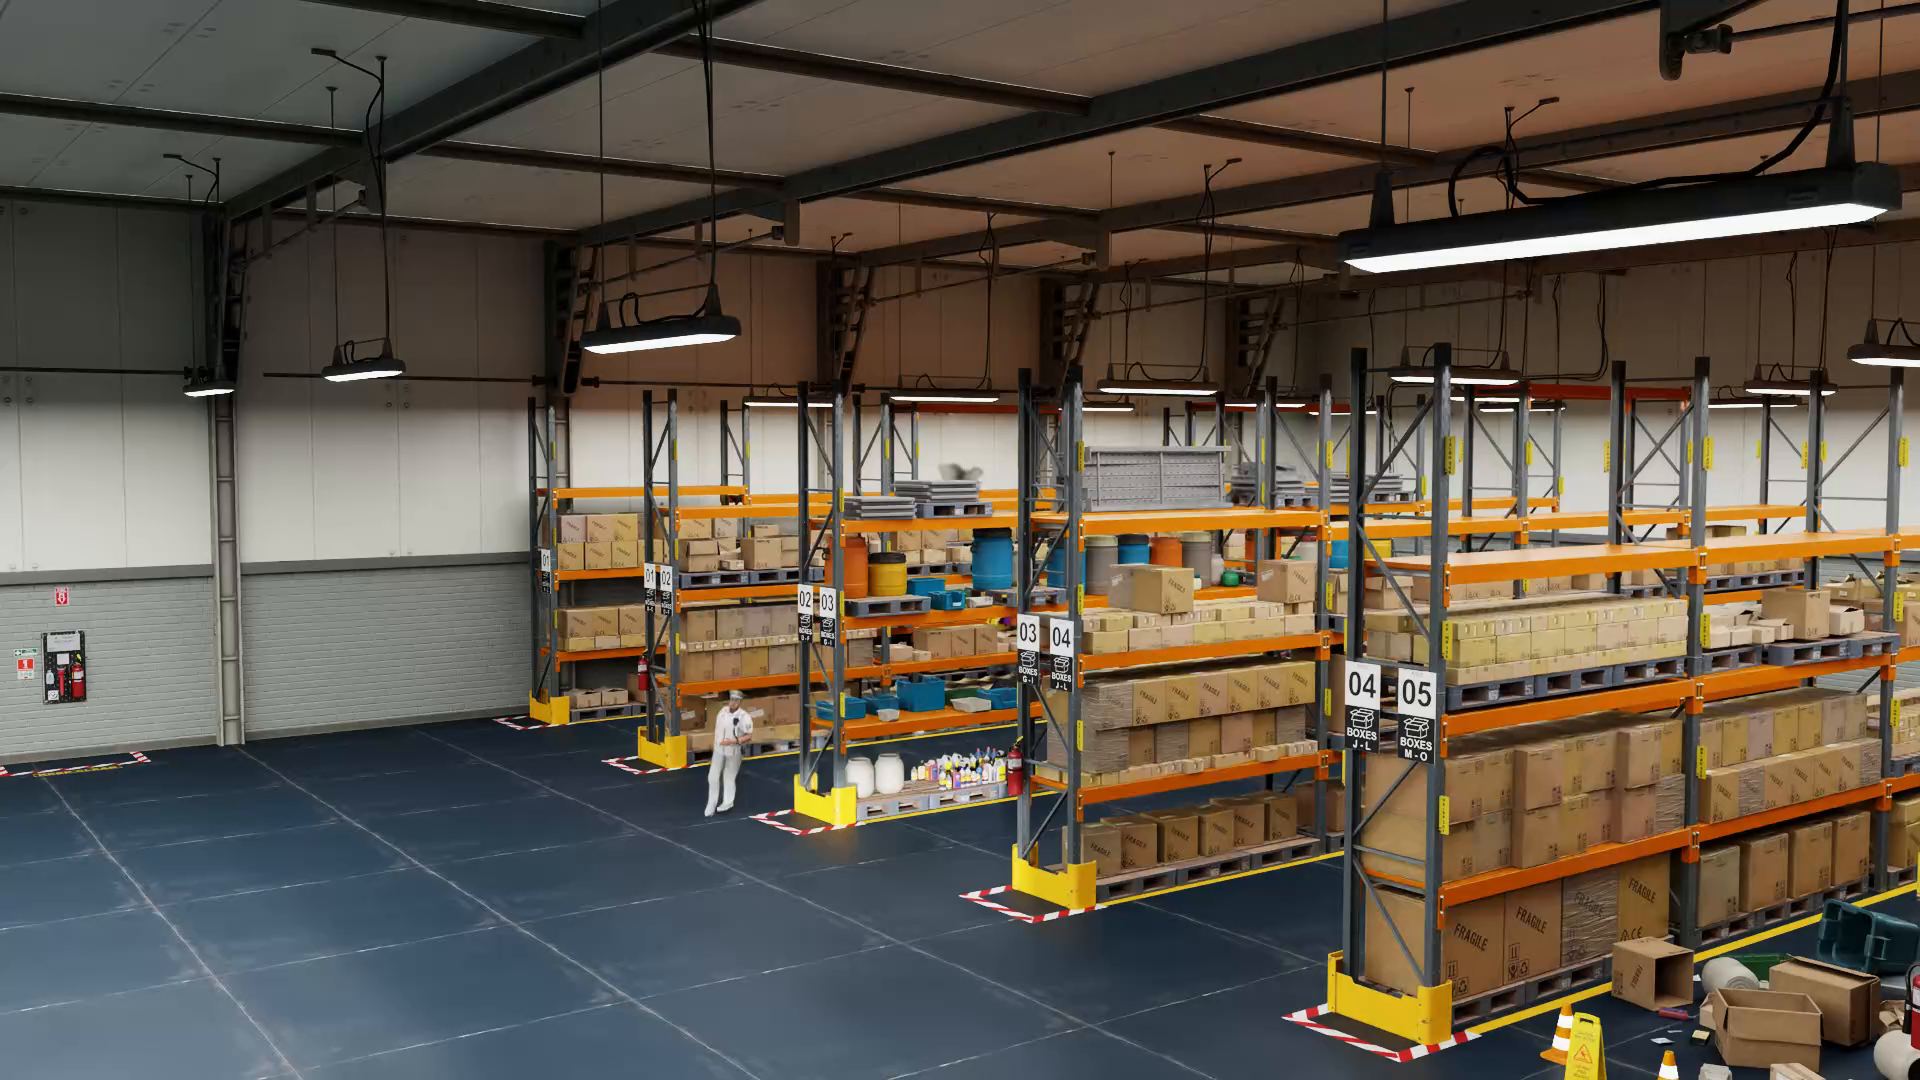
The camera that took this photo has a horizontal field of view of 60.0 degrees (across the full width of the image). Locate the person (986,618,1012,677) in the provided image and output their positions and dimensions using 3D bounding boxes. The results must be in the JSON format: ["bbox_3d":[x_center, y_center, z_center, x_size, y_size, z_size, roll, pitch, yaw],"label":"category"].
[{"bbox_3d":[0.749,1.981,33.611,0.622,1.698,0.707,-3,4,-41],"label":"person"}]

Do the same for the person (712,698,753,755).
[{"bbox_3d":[-3.164,2.536,22.938,0.629,0.860,0.615,1,3,13],"label":"person"}]
